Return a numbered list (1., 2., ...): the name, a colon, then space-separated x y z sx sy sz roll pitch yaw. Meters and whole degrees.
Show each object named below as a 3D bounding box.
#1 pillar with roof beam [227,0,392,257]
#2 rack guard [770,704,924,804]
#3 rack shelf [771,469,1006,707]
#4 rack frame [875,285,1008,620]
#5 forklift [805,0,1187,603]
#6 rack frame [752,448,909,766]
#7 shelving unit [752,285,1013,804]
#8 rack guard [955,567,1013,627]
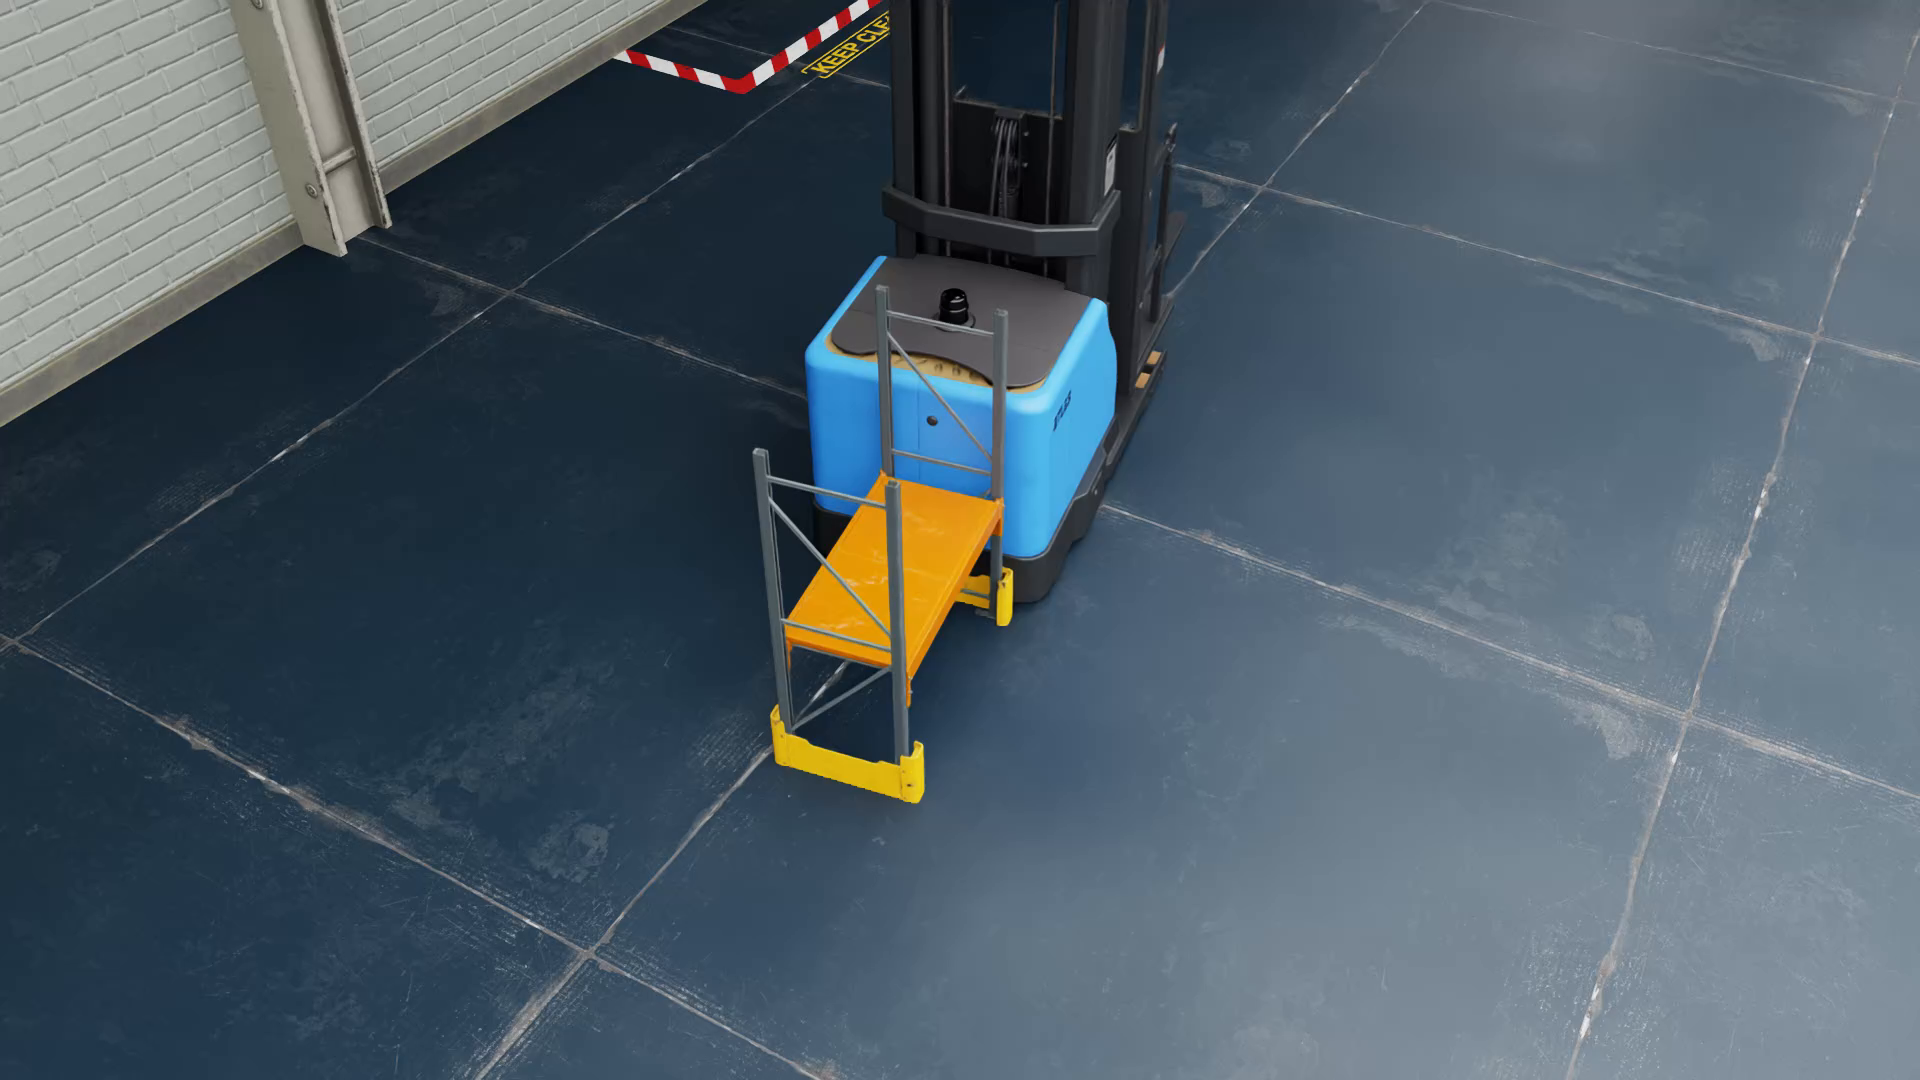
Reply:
1. pillar with roof beam: 0.345 -3.646 4.582 9.100 9.000 0.400 21 45 22
2. rack guard: -0.417 0.791 6.163 0.587 0.250 0.087 14 43 15
3. rack shelf: -0.246 0.154 6.212 0.538 0.185 1.000 14 43 15
4. rack frame: -0.068 -0.296 6.451 0.500 1.500 0.032 14 43 15
5. forklift: 0.366 -1.825 7.104 1.130 2.935 3.031 14 43 15
6. rack frame: -0.424 0.334 5.736 0.500 1.500 0.032 14 43 15
7. shelving unit: -0.243 0.014 6.100 0.587 1.500 1.083 14 43 15
8. rack guard: -0.069 0.174 6.863 0.587 0.250 0.087 14 43 15
